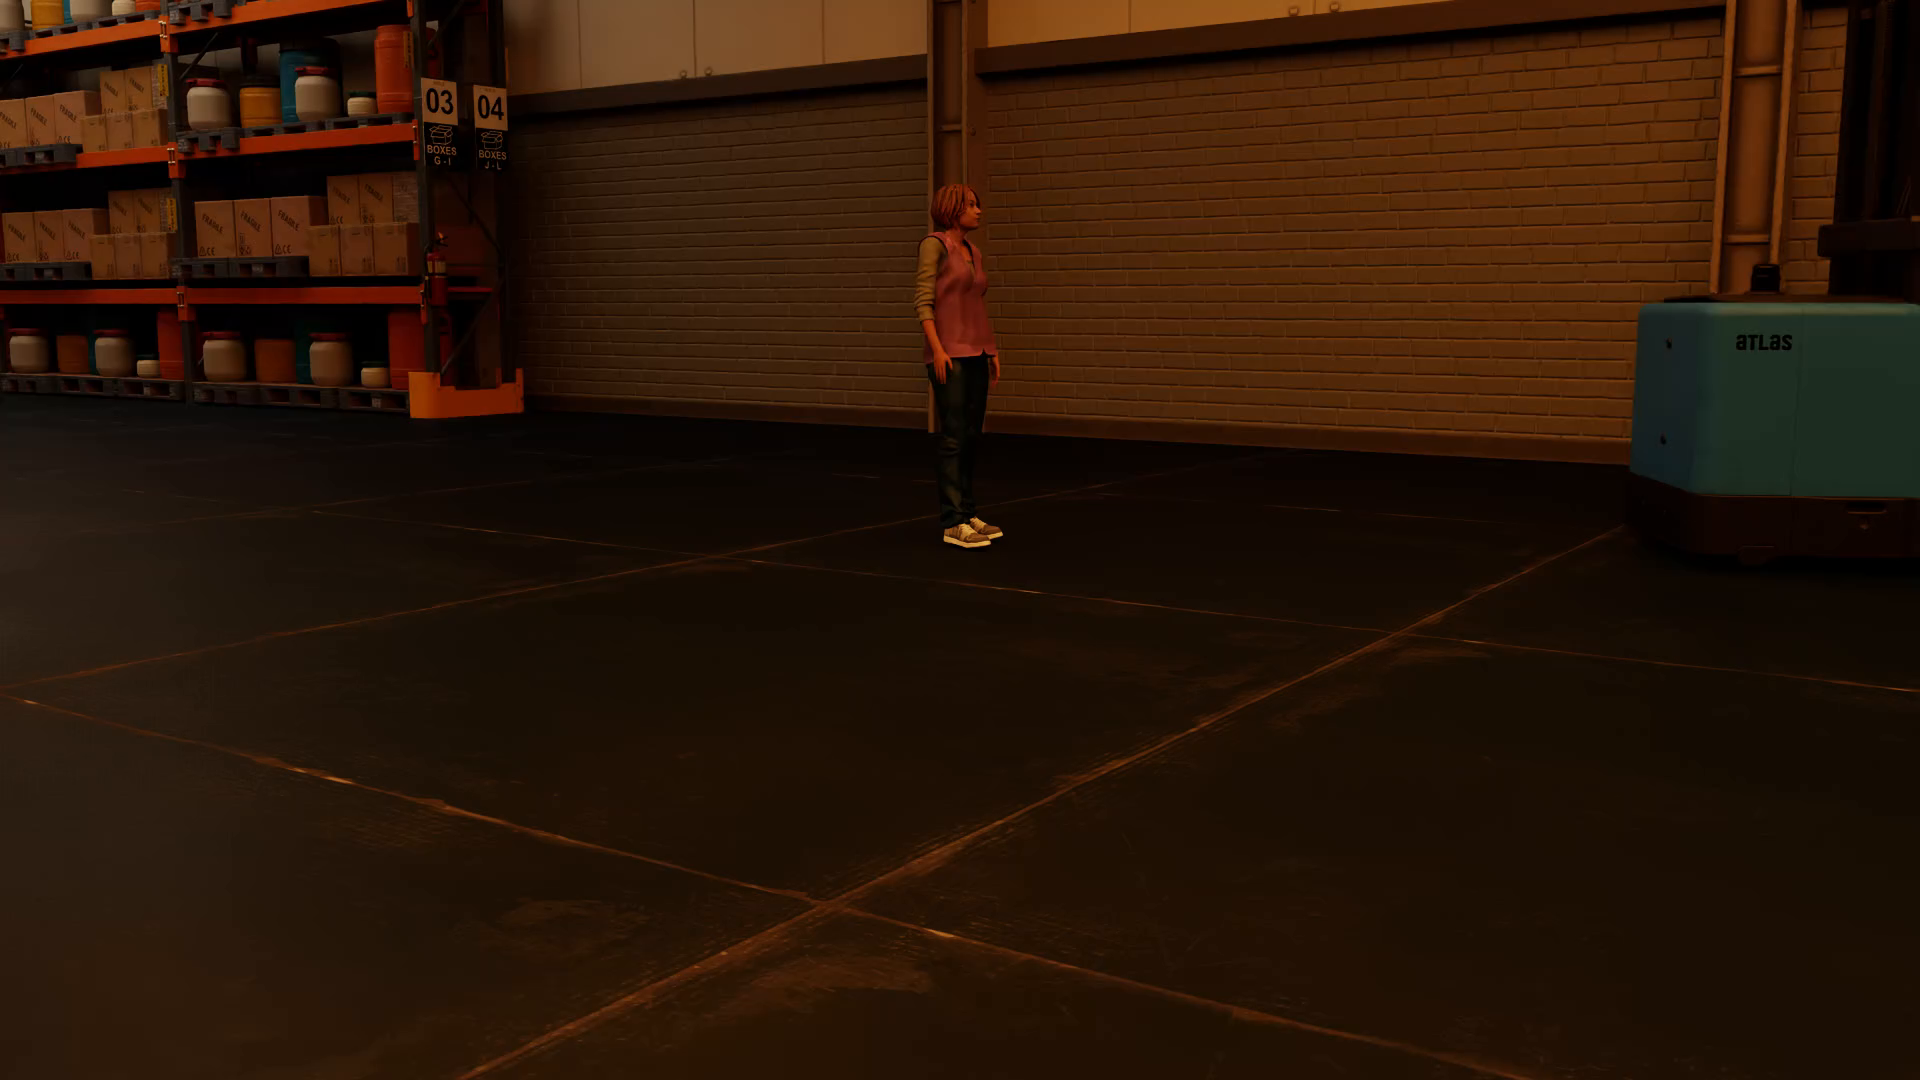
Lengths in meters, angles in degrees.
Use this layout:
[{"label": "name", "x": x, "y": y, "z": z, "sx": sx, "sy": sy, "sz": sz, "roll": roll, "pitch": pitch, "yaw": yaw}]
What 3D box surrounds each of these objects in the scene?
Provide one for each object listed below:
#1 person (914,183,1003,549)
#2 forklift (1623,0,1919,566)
[{"label": "person", "x": 0.053, "y": -0.791, "z": 7.438, "sx": 0.476, "sy": 1.597, "sz": 0.520, "roll": 5, "pitch": 10, "yaw": 34}, {"label": "forklift", "x": 4.499, "y": -1.371, "z": 6.836, "sx": 3.031, "sy": 2.935, "sz": 1.130, "roll": 1, "pitch": 8, "yaw": 6}]
